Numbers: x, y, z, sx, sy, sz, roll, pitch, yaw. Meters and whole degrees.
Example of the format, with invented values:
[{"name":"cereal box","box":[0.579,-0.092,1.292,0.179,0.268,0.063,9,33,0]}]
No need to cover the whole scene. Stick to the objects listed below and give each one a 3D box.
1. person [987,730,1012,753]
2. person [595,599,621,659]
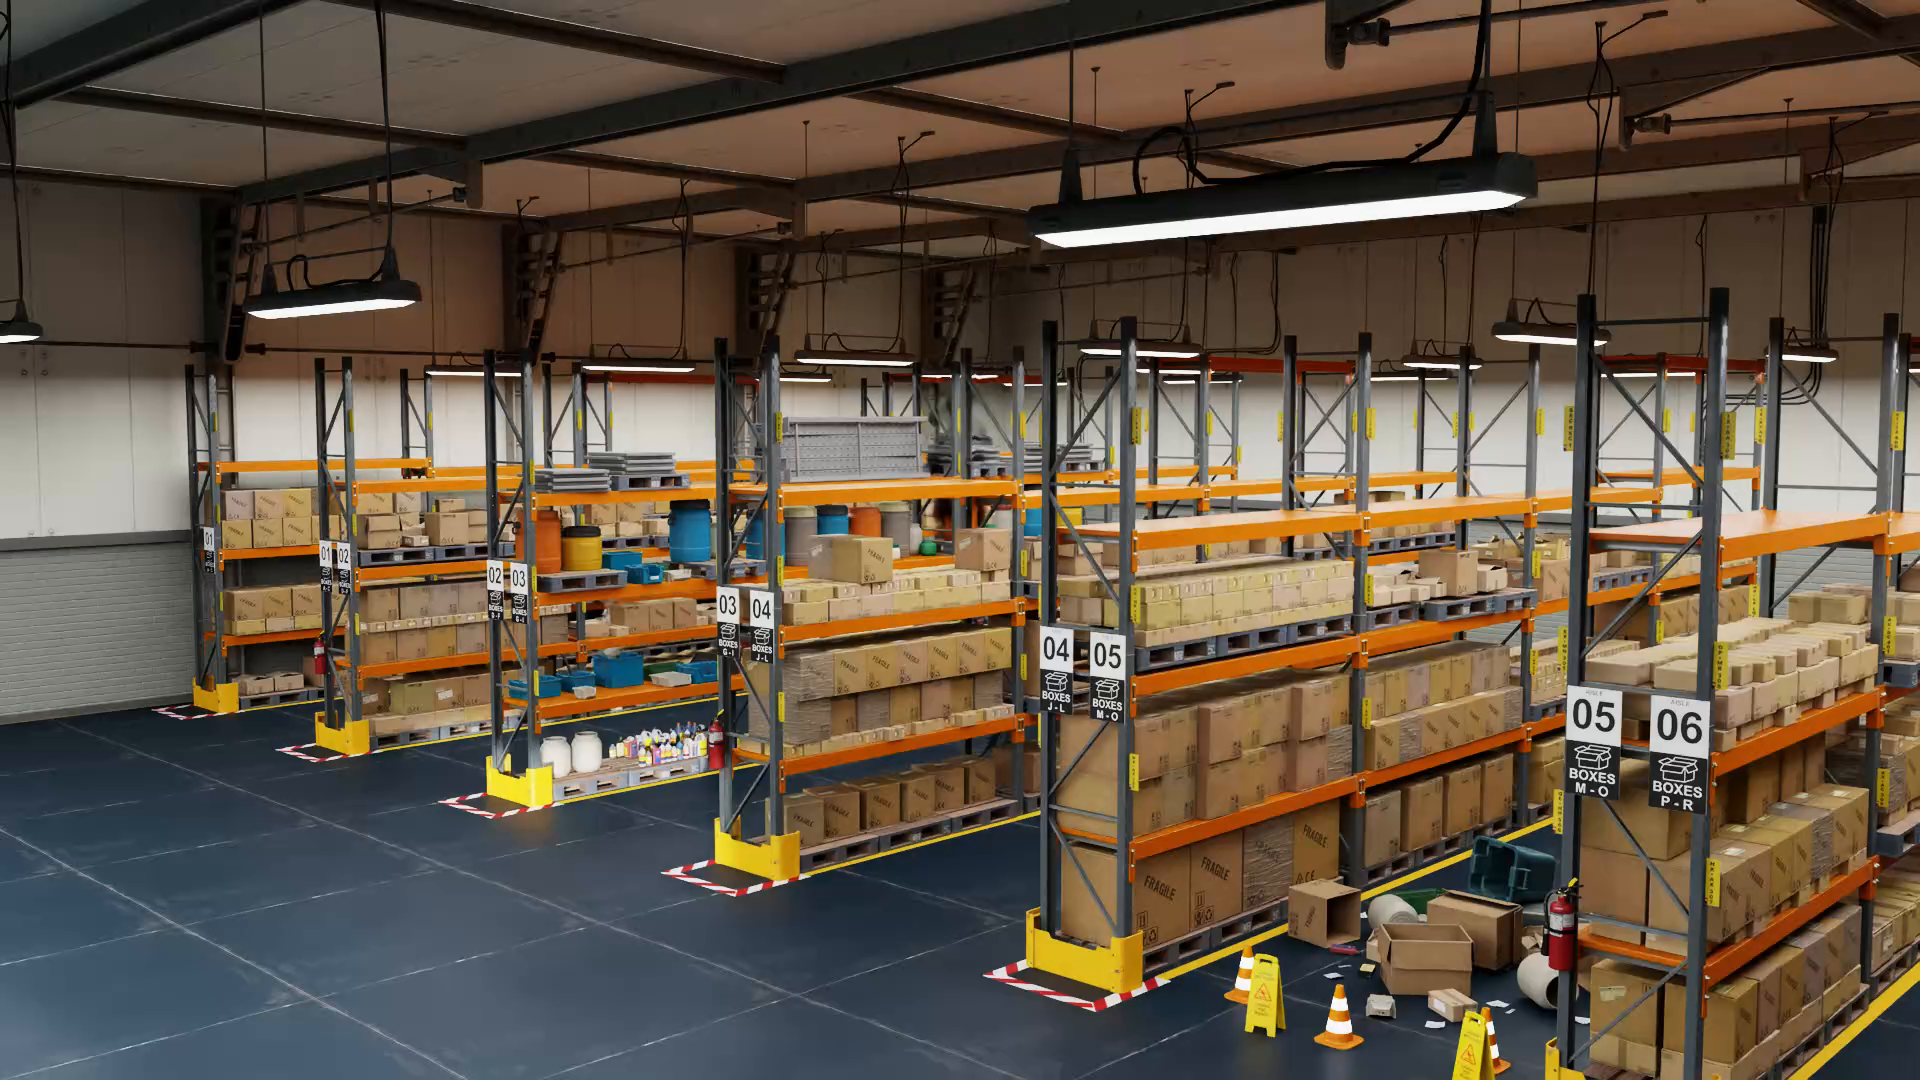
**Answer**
[{"name":"person","box":[0.599,2.374,25.317,0.627,1.744,0.721,2,5,27]},{"name":"person","box":[-6.528,1.912,31.158,0.723,1.747,0.633,4,6,41]}]
